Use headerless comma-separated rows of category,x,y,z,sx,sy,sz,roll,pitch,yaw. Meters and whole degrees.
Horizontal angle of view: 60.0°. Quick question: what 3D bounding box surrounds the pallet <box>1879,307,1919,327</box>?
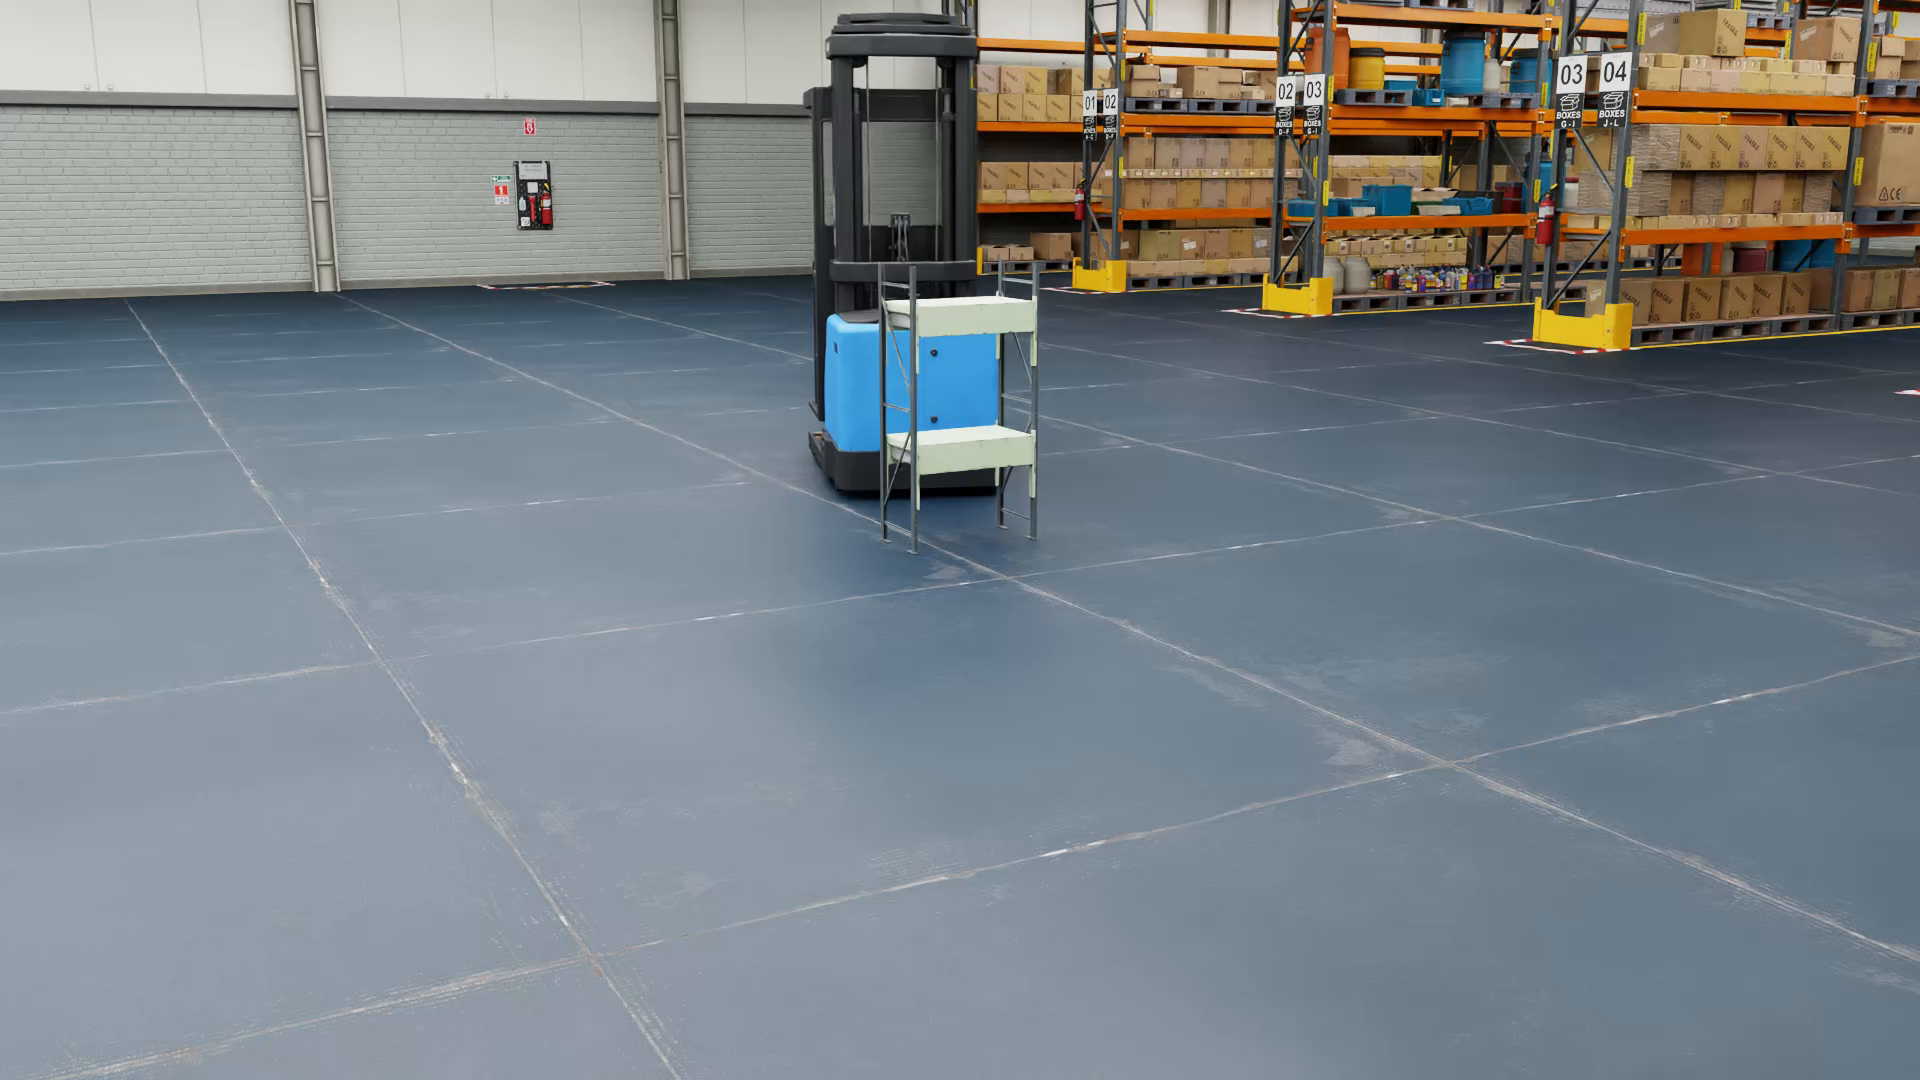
pallet,12.330,-2.981,21.876,1.213,0.211,1.003,-7,14,-28

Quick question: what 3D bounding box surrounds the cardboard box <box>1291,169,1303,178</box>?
cardboard box,5.696,-6.335,28.722,0.250,0.149,0.380,-7,14,-28

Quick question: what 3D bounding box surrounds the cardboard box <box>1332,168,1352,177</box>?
cardboard box,7.979,-7.674,35.424,0.500,0.500,0.500,-6,14,-26

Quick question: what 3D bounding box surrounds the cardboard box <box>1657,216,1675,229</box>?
cardboard box,7.884,-3.617,18.922,0.250,0.149,0.380,-7,14,-28

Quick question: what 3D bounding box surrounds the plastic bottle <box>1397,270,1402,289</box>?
plastic bottle,6.449,-3.863,24.646,0.135,0.276,0.152,-7,15,-29

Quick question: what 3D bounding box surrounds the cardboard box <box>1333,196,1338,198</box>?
cardboard box,6.516,-6.102,29.698,0.258,0.266,0.396,-7,15,-29

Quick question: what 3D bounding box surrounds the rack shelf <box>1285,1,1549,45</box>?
rack shelf,6.446,-7.255,23.401,4.000,0.370,1.077,-7,14,-28

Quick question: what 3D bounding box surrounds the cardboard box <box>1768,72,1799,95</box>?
cardboard box,9.392,-5.315,19.403,0.500,0.250,0.500,-7,14,-28

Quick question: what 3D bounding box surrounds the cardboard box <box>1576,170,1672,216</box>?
cardboard box,7.560,-3.956,18.951,0.500,0.500,0.875,-7,14,-28

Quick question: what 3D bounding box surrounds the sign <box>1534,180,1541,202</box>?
sign,8.456,-5.113,24.365,0.005,0.325,0.100,-7,14,-28

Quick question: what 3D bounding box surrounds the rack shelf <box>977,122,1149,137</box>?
rack shelf,1.700,-7.896,32.170,4.000,0.370,1.077,-7,14,-28

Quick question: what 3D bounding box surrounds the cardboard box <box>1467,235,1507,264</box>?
cardboard box,9.879,-5.449,31.179,0.500,0.500,0.500,-6,14,-25

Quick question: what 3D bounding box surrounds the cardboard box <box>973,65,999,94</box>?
cardboard box,0.399,-8.577,31.005,0.500,0.500,0.500,-8,15,-32

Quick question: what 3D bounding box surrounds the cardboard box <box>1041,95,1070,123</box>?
cardboard box,1.760,-8.248,31.821,0.500,0.500,0.500,-6,14,-24

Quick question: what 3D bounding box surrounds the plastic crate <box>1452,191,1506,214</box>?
plastic crate,7.681,-5.024,24.743,0.504,0.338,0.767,-7,14,-28

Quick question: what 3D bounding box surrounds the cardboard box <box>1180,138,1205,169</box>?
cardboard box,3.684,-6.463,27.811,0.500,0.500,0.700,-7,14,-28

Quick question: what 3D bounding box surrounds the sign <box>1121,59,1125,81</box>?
sign,2.582,-7.440,26.333,0.005,0.325,0.100,-7,14,-28

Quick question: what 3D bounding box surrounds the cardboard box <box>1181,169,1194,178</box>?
cardboard box,3.674,-6.093,27.646,0.250,0.149,0.380,-7,15,-30

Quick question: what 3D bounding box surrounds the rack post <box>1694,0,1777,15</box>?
rack post,12.329,-8.480,26.465,0.937,0.300,0.954,-7,14,-28

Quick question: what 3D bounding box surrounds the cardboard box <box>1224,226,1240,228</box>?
cardboard box,4.840,-5.227,29.099,0.500,0.500,0.500,-7,14,-28

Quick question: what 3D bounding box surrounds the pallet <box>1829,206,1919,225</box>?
pallet,11.316,-4.089,20.884,1.213,0.211,1.003,-7,14,-28

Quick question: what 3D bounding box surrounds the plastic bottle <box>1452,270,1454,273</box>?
plastic bottle,7.251,-3.814,24.409,0.133,0.283,0.061,-7,14,-28

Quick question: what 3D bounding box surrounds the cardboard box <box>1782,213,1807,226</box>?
cardboard box,9.889,-3.842,19.919,0.250,0.149,0.380,-7,14,-28

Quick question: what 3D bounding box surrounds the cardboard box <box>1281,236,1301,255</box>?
cardboard box,6.050,-5.275,29.744,0.500,0.311,0.500,-7,14,-28

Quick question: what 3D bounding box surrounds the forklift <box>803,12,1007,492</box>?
forklift,-0.470,-2.002,11.329,1.130,2.935,3.031,-2,13,-10

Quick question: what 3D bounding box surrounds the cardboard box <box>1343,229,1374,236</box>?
cardboard box,8.446,-6.714,36.051,0.750,0.750,0.750,-7,14,-28

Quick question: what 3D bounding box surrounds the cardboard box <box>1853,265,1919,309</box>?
cardboard box,12.043,-3.291,21.594,0.500,0.500,0.700,-8,15,-33

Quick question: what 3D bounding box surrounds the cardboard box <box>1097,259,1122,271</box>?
cardboard box,2.650,-4.596,28.005,0.500,0.250,0.500,-7,14,-28

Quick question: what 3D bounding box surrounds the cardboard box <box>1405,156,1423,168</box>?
cardboard box,9.736,-8.255,36.299,0.500,0.250,0.500,-6,14,-27

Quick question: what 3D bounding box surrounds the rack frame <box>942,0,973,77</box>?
rack frame,-0.056,-9.500,30.827,0.127,3.000,1.000,-7,14,-28

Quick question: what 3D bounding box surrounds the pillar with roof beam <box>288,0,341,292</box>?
pillar with roof beam,-8.326,-7.648,22.599,0.400,9.000,9.100,-7,14,-28

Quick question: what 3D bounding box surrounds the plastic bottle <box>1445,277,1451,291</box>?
plastic bottle,7.088,-3.723,24.191,0.097,0.201,0.097,0,13,0

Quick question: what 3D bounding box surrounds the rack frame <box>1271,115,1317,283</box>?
rack frame,5.832,-6.040,29.115,0.127,3.000,1.000,-7,14,-28

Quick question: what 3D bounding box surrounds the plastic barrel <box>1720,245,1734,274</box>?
plastic barrel,12.587,-4.628,27.552,0.421,0.512,0.421,0,13,0

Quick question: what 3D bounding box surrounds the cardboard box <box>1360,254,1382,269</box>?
cardboard box,7.207,-5.007,29.830,0.500,0.250,0.500,-7,15,-30

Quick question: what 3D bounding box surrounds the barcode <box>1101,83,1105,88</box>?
barcode,2.355,-7.490,27.406,0.075,0.075,0.001,-7,14,-28

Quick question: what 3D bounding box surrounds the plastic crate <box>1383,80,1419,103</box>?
plastic crate,6.220,-6.378,23.824,0.575,0.384,0.392,-7,14,-28

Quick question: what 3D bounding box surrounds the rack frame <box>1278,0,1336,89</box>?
rack frame,4.691,-7.591,22.343,0.127,3.000,1.000,-7,14,-28

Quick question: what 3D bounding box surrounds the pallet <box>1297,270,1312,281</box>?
pallet,6.460,-4.765,29.799,1.213,0.211,1.003,-7,14,-28

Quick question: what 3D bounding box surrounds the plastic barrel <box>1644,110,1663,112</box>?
plastic barrel,10.708,-6.723,25.633,0.301,0.262,0.301,0,13,0

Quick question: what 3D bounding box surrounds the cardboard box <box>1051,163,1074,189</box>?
cardboard box,1.850,-7.028,32.093,0.500,0.500,0.500,-6,14,-26

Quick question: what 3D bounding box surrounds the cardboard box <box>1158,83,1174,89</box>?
cardboard box,3.205,-7.454,27.635,0.500,0.250,0.500,-7,14,-28

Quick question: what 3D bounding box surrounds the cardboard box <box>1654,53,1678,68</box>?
cardboard box,7.691,-5.287,18.373,0.250,0.149,0.380,-6,14,-27

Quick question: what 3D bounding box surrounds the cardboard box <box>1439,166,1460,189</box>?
cardboard box,10.961,-8.036,37.302,0.700,0.700,0.980,-7,14,-27

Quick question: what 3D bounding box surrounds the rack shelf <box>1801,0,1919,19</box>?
rack shelf,12.331,-6.721,21.030,4.000,0.370,1.077,-7,14,-28

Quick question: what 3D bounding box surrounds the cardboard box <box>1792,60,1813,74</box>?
cardboard box,9.741,-5.538,19.485,0.250,0.149,0.380,-7,15,-30

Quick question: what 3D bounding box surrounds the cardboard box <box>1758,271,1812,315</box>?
cardboard box,10.205,-3.081,20.706,0.500,0.500,0.500,-7,15,-30

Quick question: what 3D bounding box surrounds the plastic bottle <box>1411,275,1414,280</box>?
plastic bottle,6.689,-3.827,24.652,0.097,0.201,0.097,0,13,0

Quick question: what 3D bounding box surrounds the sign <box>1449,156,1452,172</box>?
sign,10.745,-8.258,36.516,0.005,0.325,0.100,-7,14,-28

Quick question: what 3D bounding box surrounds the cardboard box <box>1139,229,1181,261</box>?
cardboard box,3.336,-4.915,27.714,0.500,0.500,0.500,-7,14,-28

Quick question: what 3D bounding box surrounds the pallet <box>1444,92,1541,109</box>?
pallet,7.615,-6.361,24.142,1.003,0.211,1.213,-7,14,-28

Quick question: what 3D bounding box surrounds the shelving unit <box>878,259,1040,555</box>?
shelving unit,-0.006,-0.731,8.941,0.755,1.500,0.431,-7,14,-28

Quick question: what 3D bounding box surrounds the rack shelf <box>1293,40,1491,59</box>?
rack shelf,7.587,-8.631,29.514,4.000,0.370,1.077,-7,14,-28
